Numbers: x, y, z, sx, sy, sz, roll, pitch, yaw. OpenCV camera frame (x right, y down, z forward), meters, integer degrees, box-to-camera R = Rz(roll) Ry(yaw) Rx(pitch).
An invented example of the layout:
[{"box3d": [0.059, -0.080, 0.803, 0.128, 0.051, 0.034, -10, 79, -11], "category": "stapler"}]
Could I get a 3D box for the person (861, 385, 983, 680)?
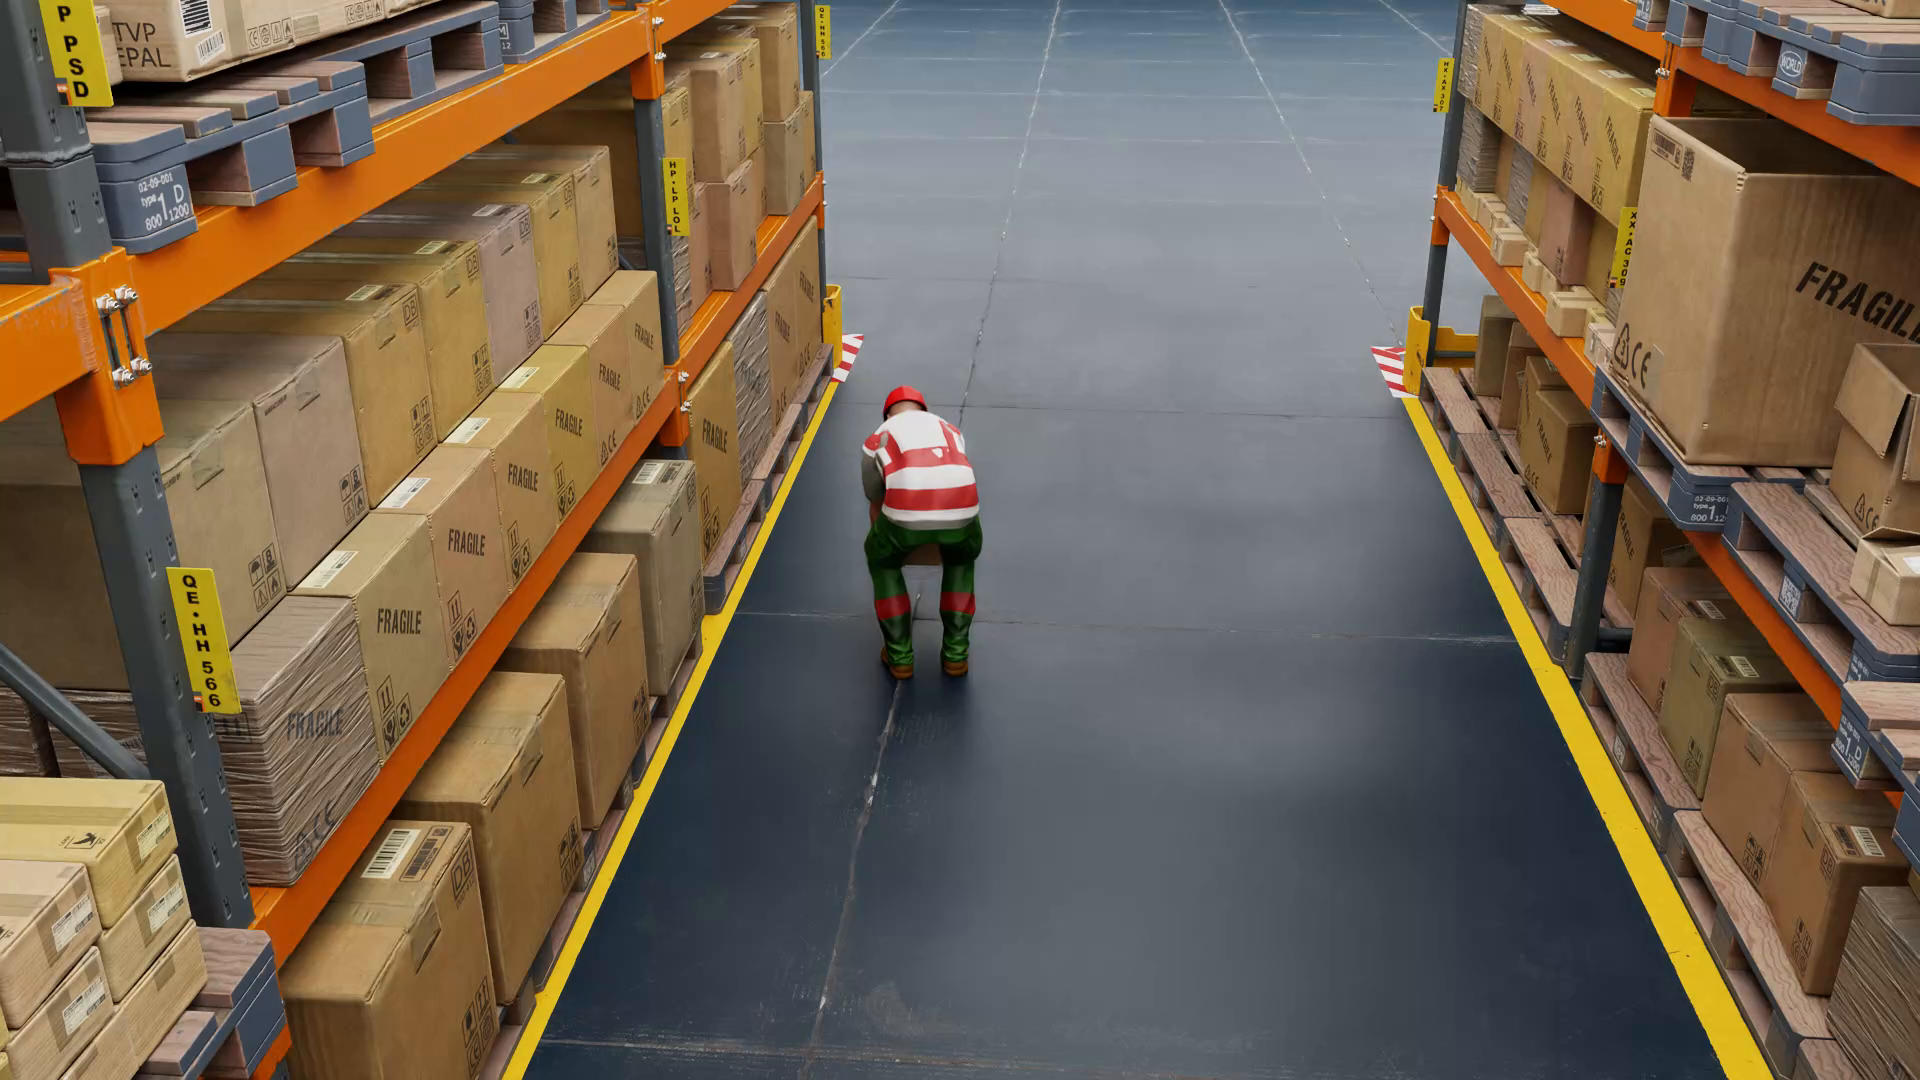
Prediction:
[{"box3d": [-0.185, -0.033, 7.443, 0.523, 1.132, 0.951, -4, 25, -9], "category": "person"}]
